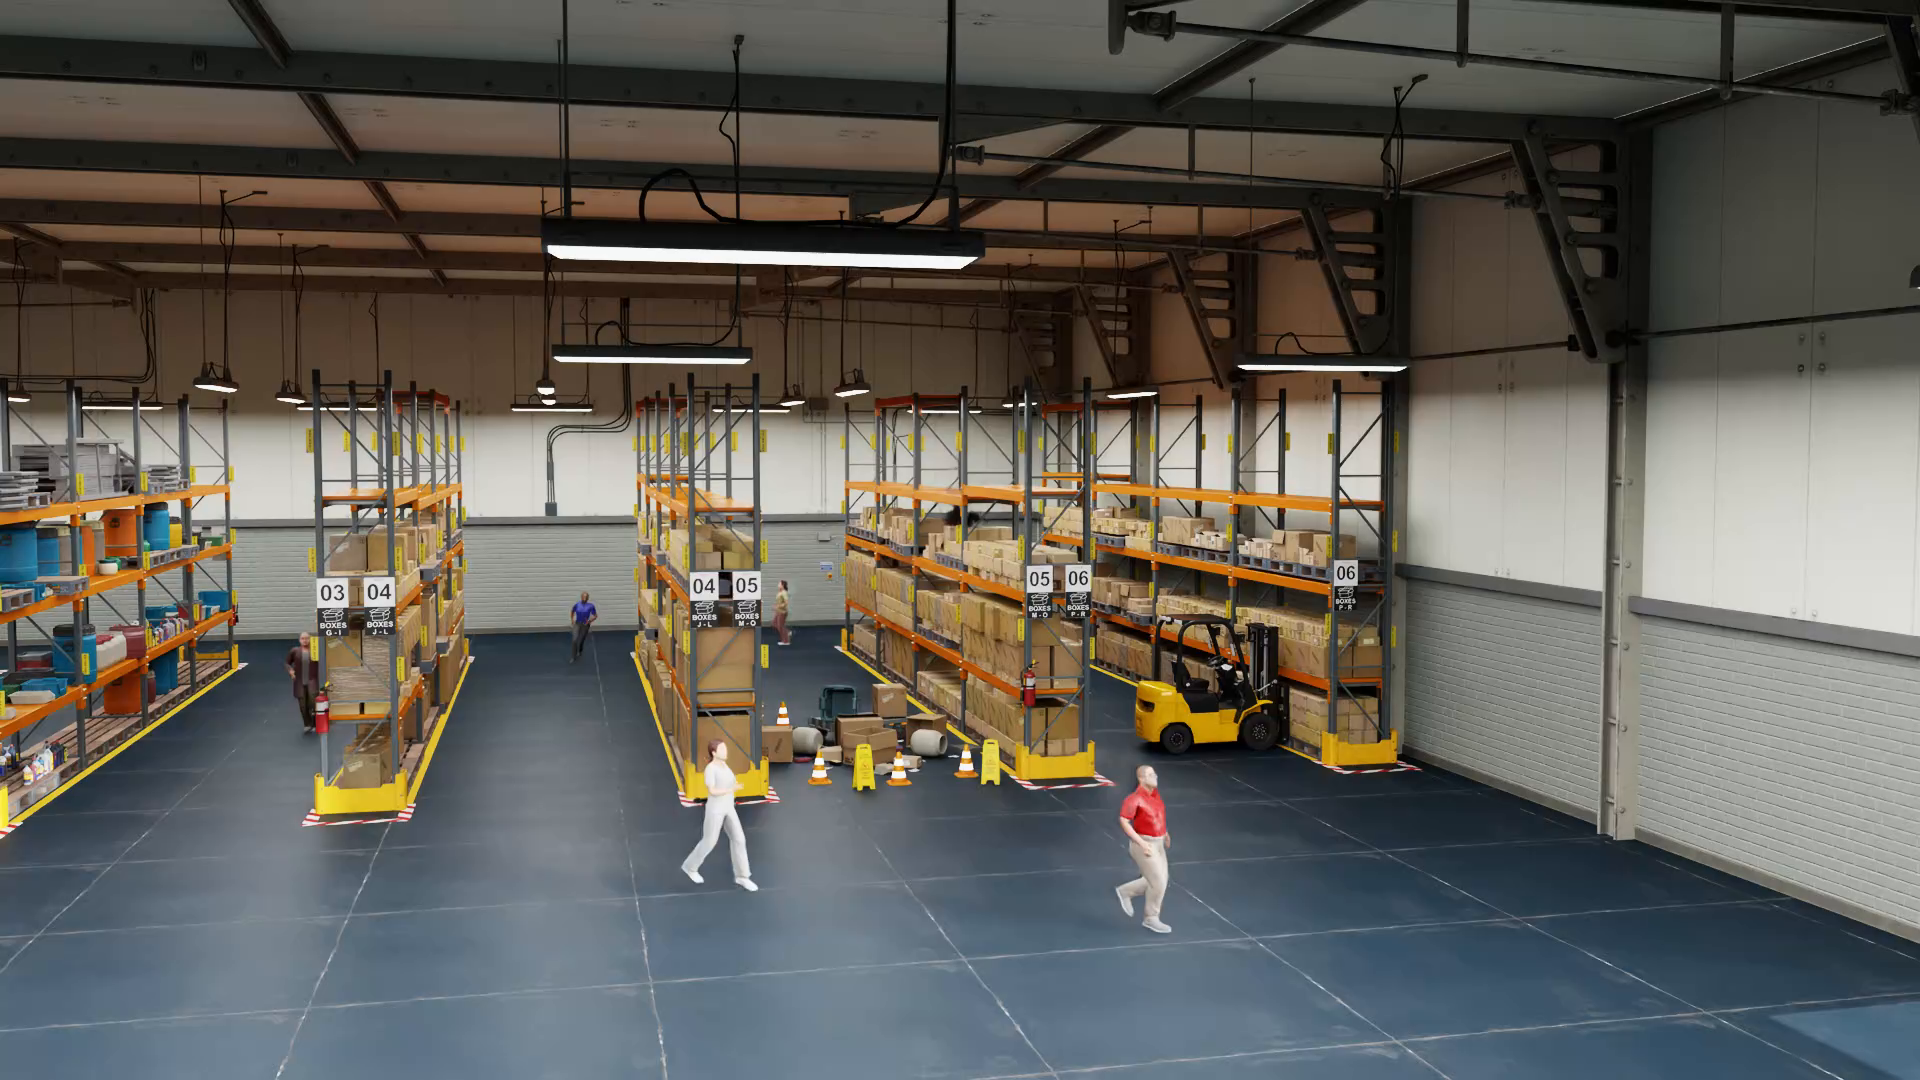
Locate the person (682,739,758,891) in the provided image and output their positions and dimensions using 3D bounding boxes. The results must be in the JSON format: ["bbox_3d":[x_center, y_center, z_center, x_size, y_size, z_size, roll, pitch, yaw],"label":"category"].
[{"bbox_3d":[-2.704,3.065,18.668,0.926,1.682,0.553,2,4,25],"label":"person"}]

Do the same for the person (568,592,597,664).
[{"bbox_3d":[-8.642,1.997,38.179,0.621,1.615,0.817,0,3,-5],"label":"person"}]

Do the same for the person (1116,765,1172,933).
[{"bbox_3d":[1.899,3.171,17.203,0.654,1.699,0.665,2,4,31],"label":"person"}]

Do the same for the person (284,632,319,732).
[{"bbox_3d":[-11.298,2.467,28.713,0.717,1.746,0.645,-1,3,-14],"label":"person"}]

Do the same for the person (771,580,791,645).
[{"bbox_3d":[-4.430,1.800,41.265,0.523,1.625,0.560,-1,3,-17],"label":"person"}]
